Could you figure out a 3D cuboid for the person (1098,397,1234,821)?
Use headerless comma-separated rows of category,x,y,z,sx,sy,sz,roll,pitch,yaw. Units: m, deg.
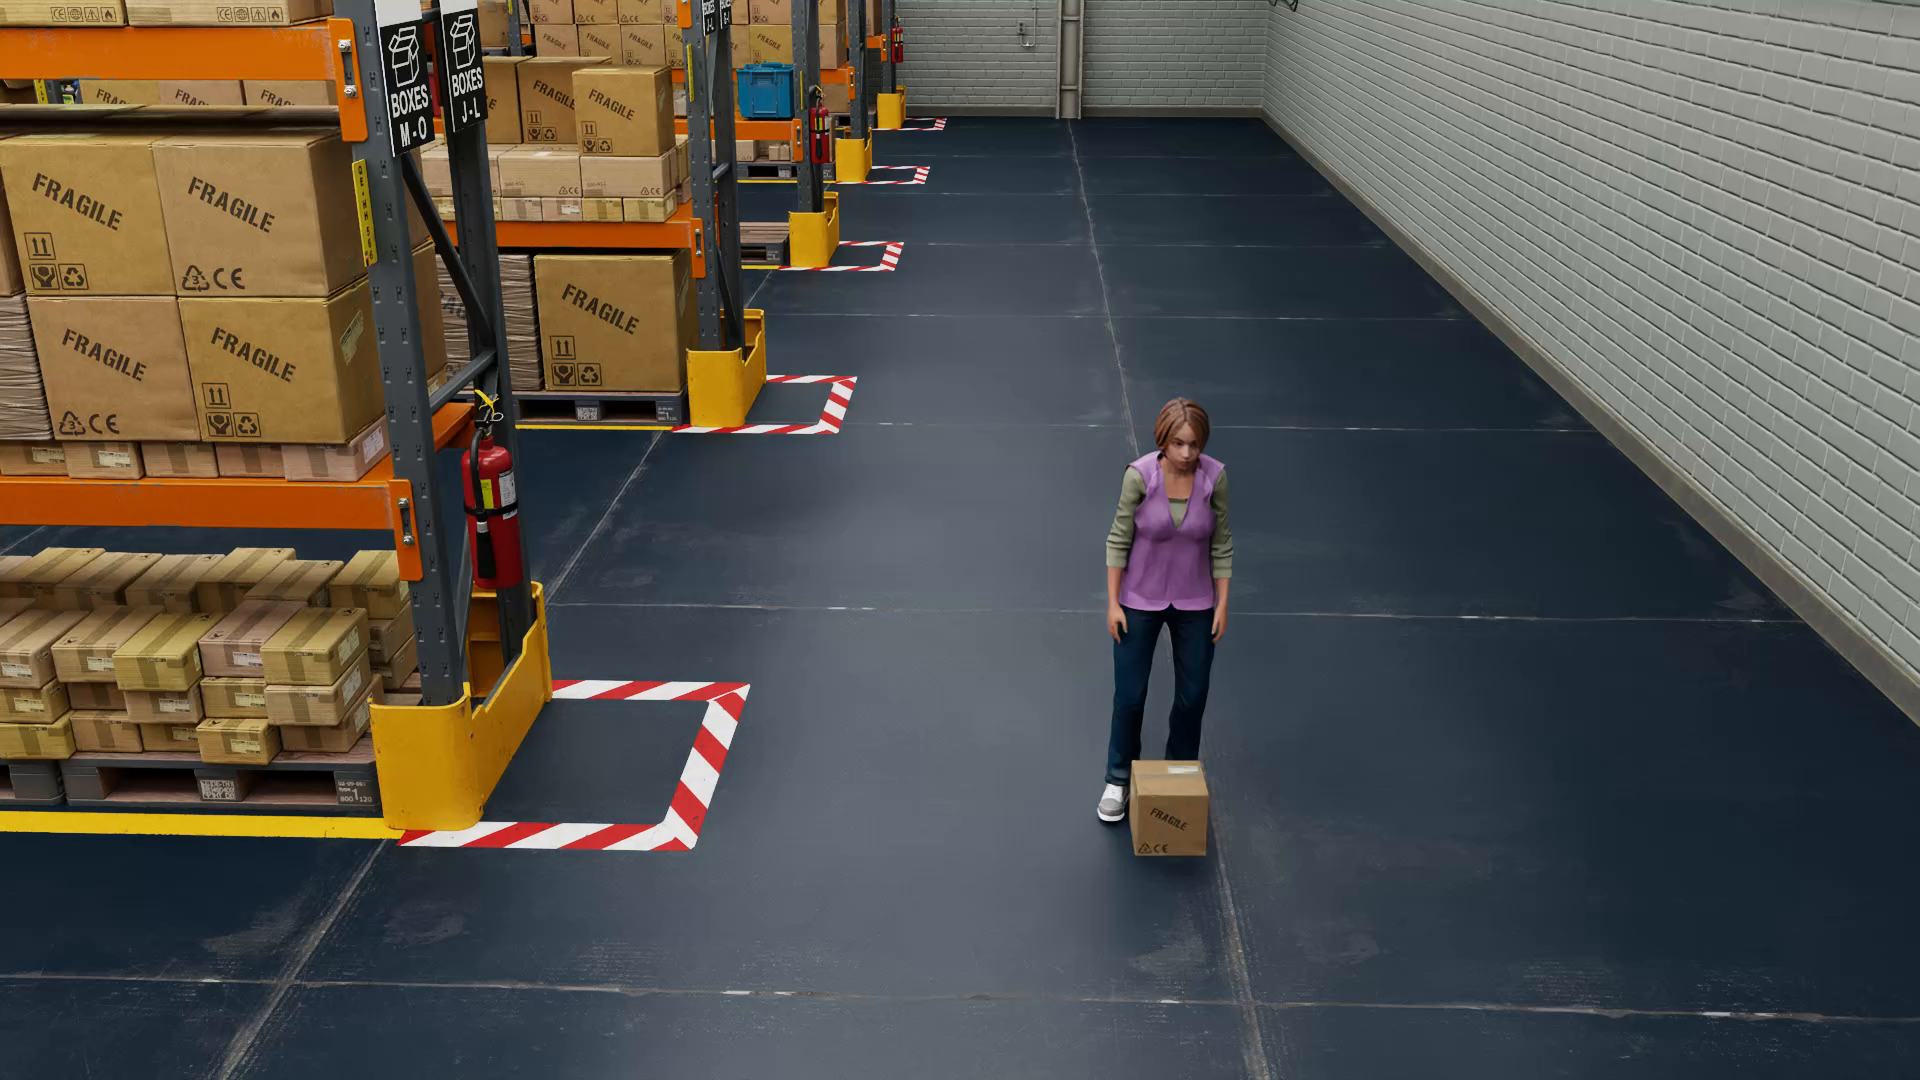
person,0.741,0.254,5.955,0.462,1.581,0.347,0,21,0
